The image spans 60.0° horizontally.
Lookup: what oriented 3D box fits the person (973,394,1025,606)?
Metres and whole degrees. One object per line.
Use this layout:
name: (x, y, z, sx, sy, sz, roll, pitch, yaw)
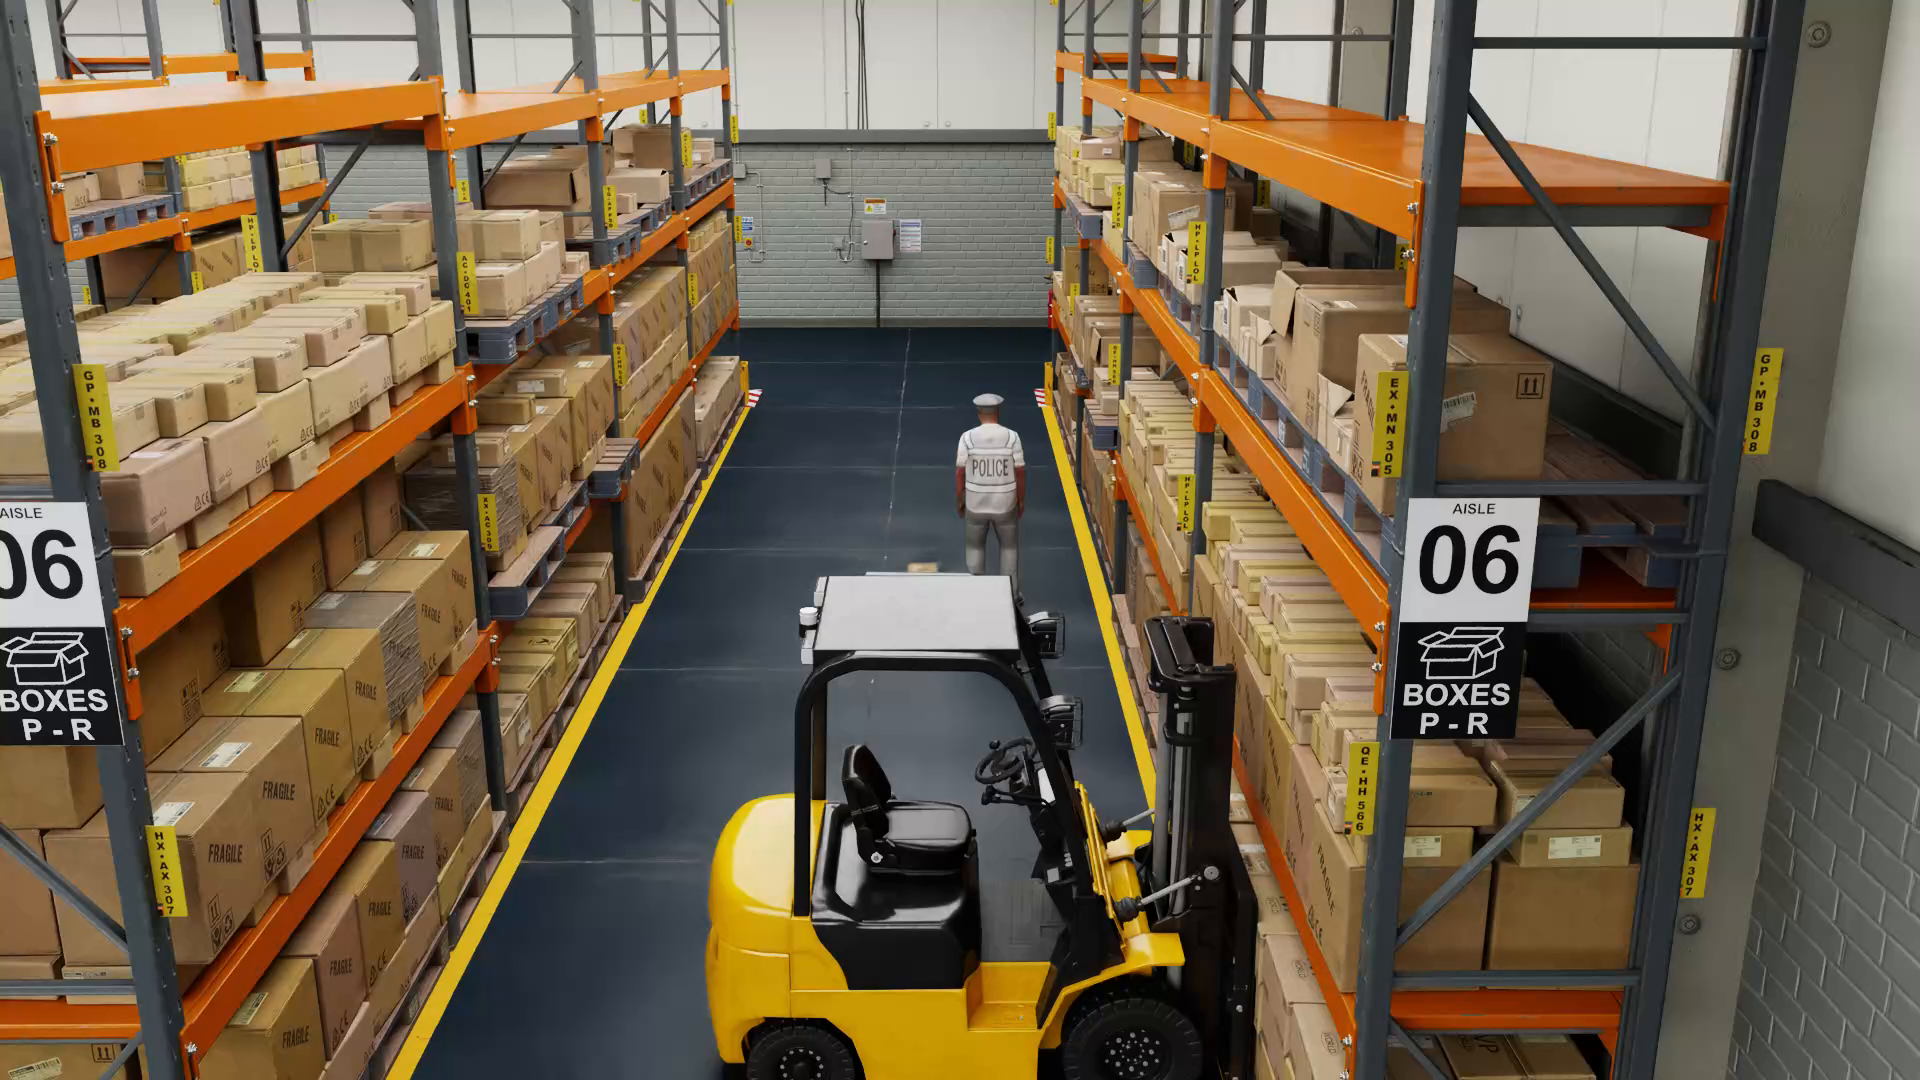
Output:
person: (0.290, -0.307, 13.535, 0.495, 1.748, 0.329, 0, 17, 1)
